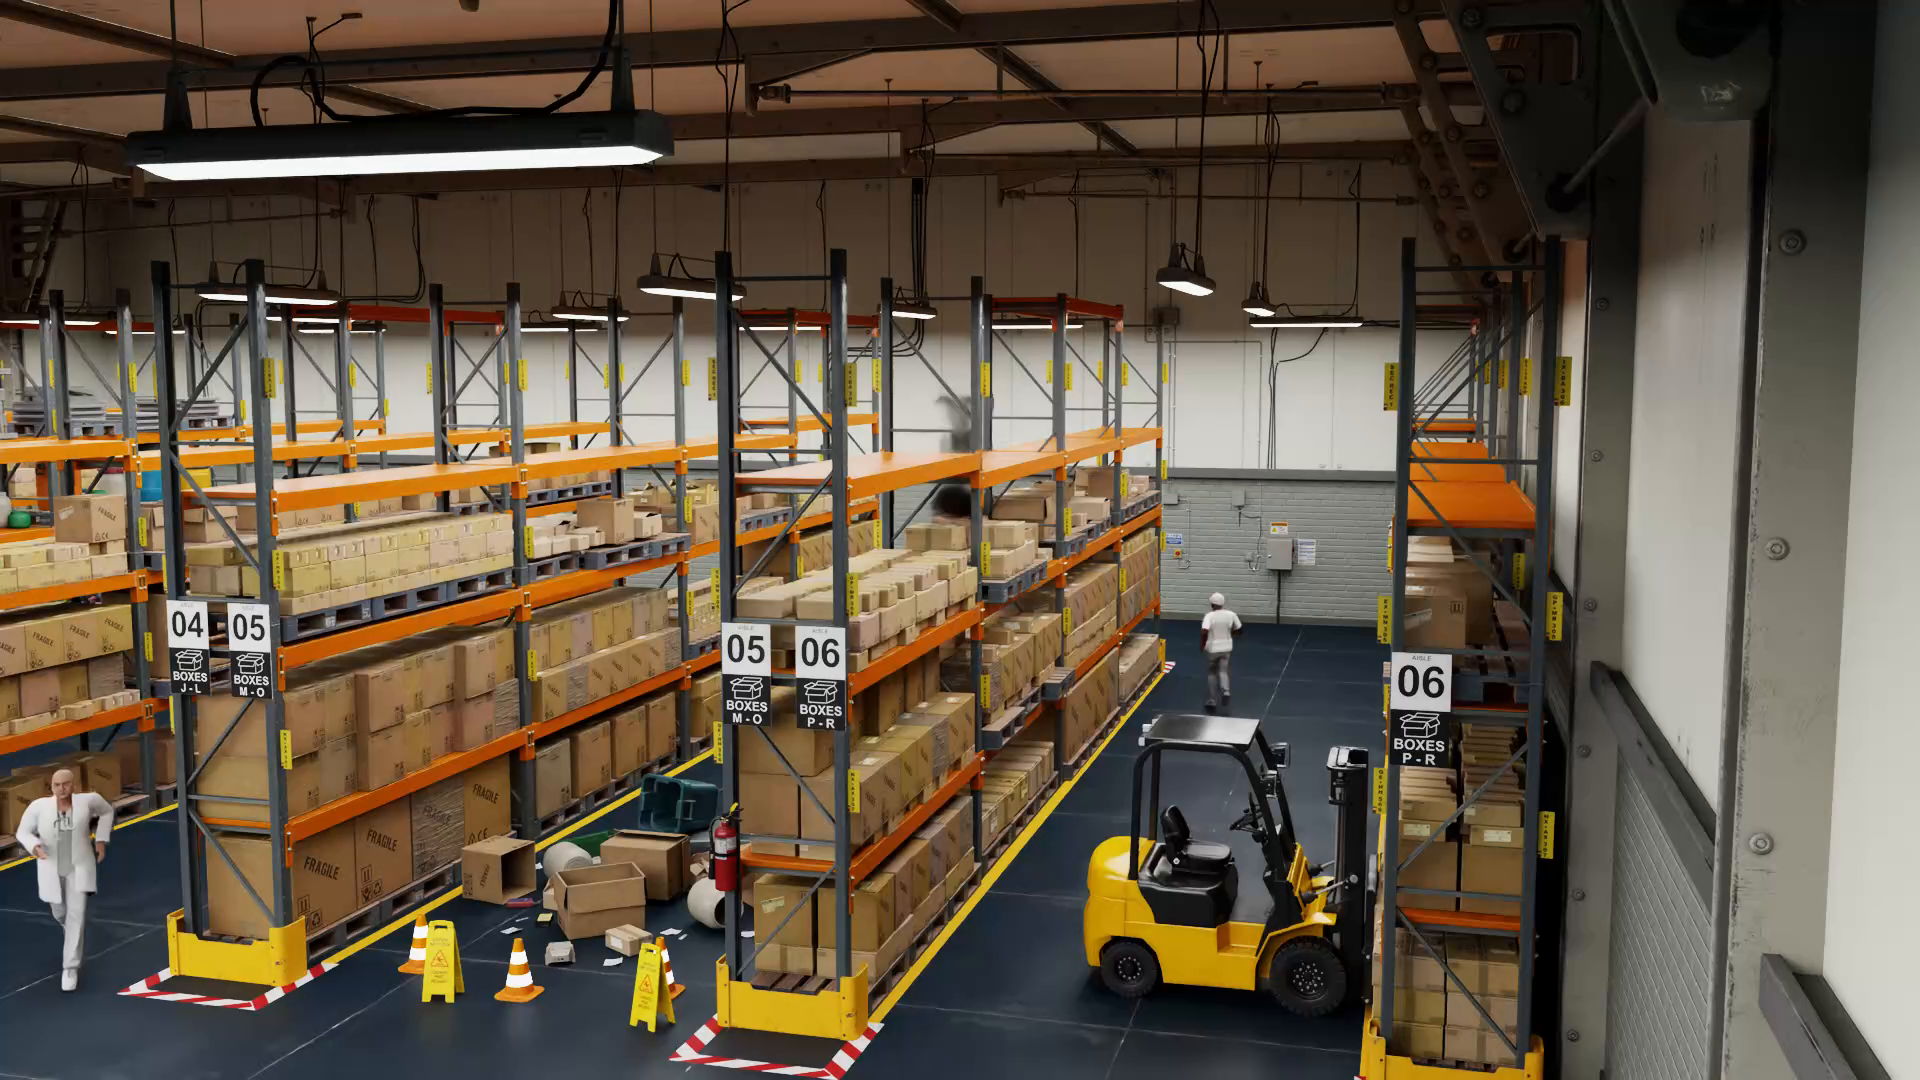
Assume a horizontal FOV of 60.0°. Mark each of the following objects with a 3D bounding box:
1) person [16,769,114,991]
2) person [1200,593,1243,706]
[{"bbox_3d":[-7.570,2.792,14.105,0.721,1.762,1.185,-3,7,-22],"label":"person"},{"bbox_3d":[3.890,1.668,24.885,0.688,1.770,0.852,-1,6,-10],"label":"person"}]
